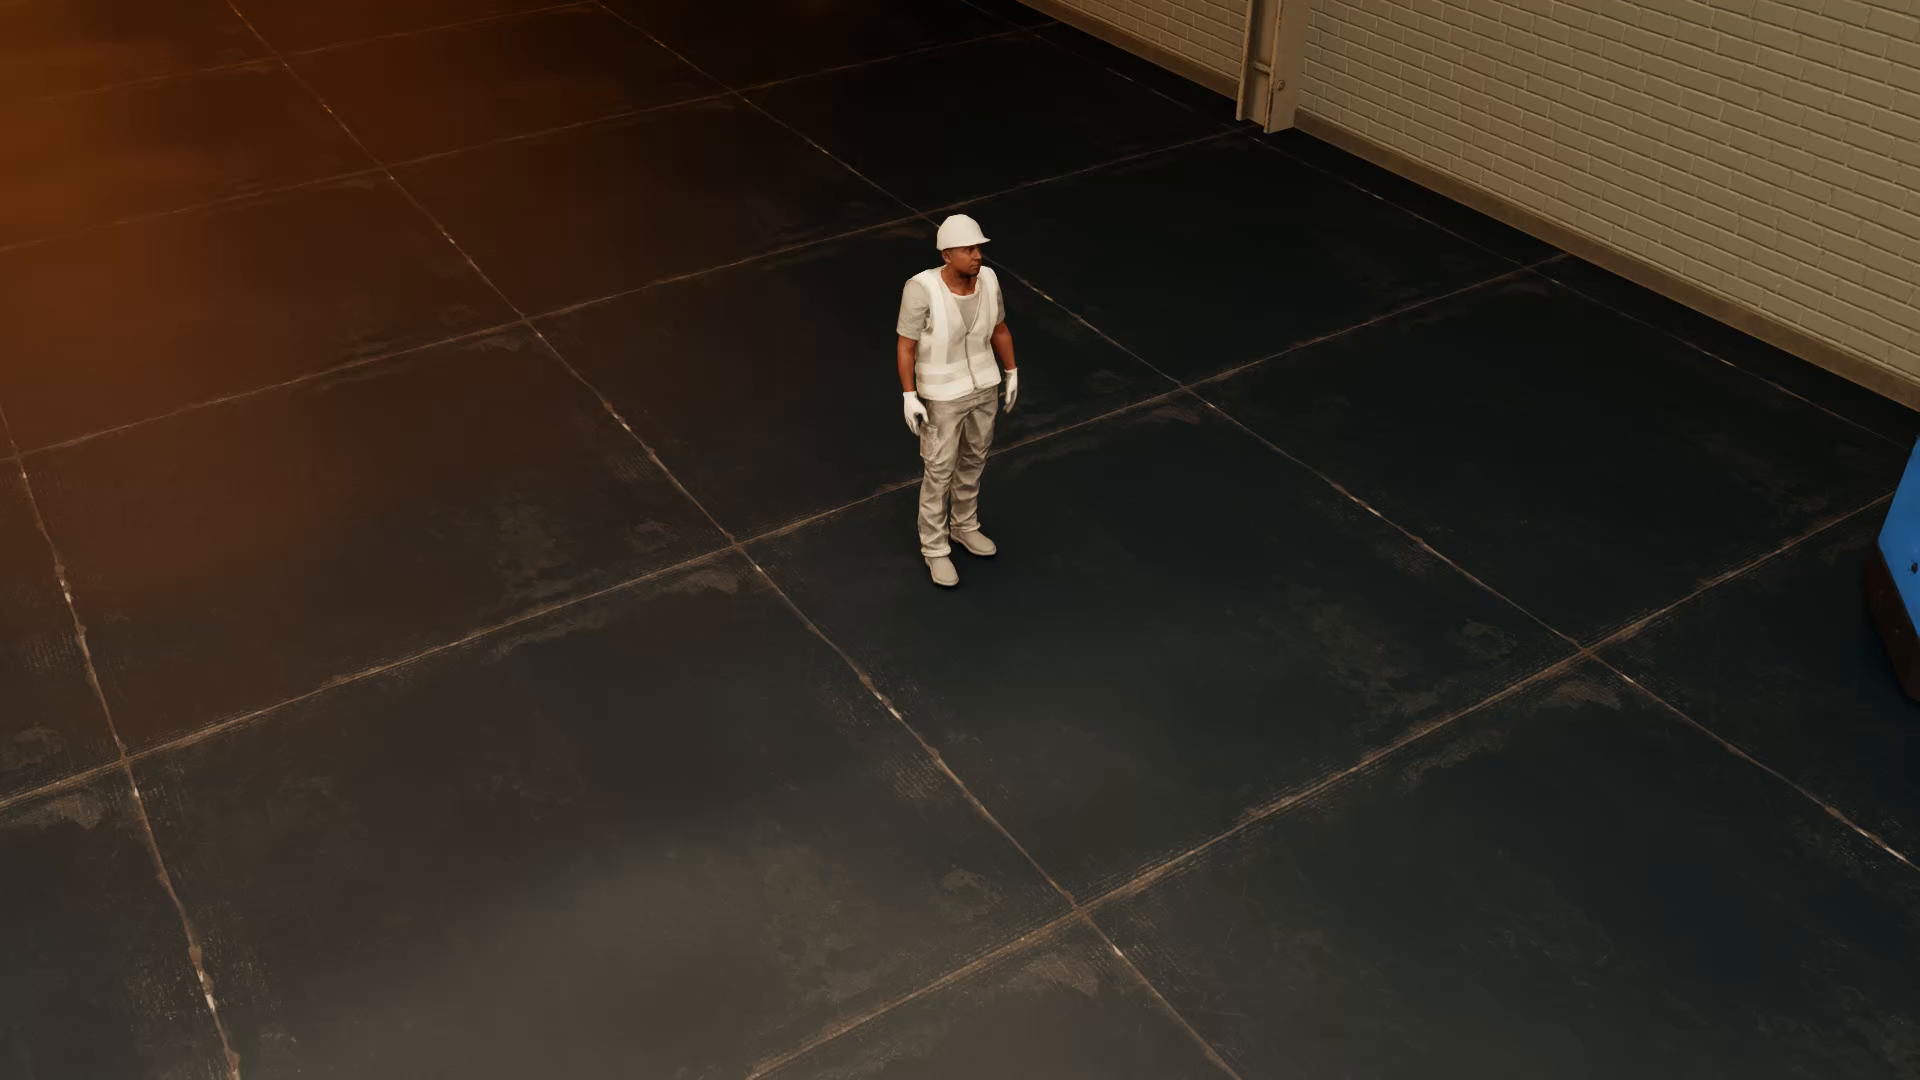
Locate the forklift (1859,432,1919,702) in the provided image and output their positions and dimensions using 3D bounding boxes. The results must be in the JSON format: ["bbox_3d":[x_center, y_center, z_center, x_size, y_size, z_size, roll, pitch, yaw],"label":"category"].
[{"bbox_3d":[5.879,-0.523,6.892,3.031,2.935,1.130,7,36,9],"label":"forklift"}]

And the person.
[{"bbox_3d":[0.033,-0.698,8.127,0.657,1.785,0.575,-21,40,-27],"label":"person"}]
